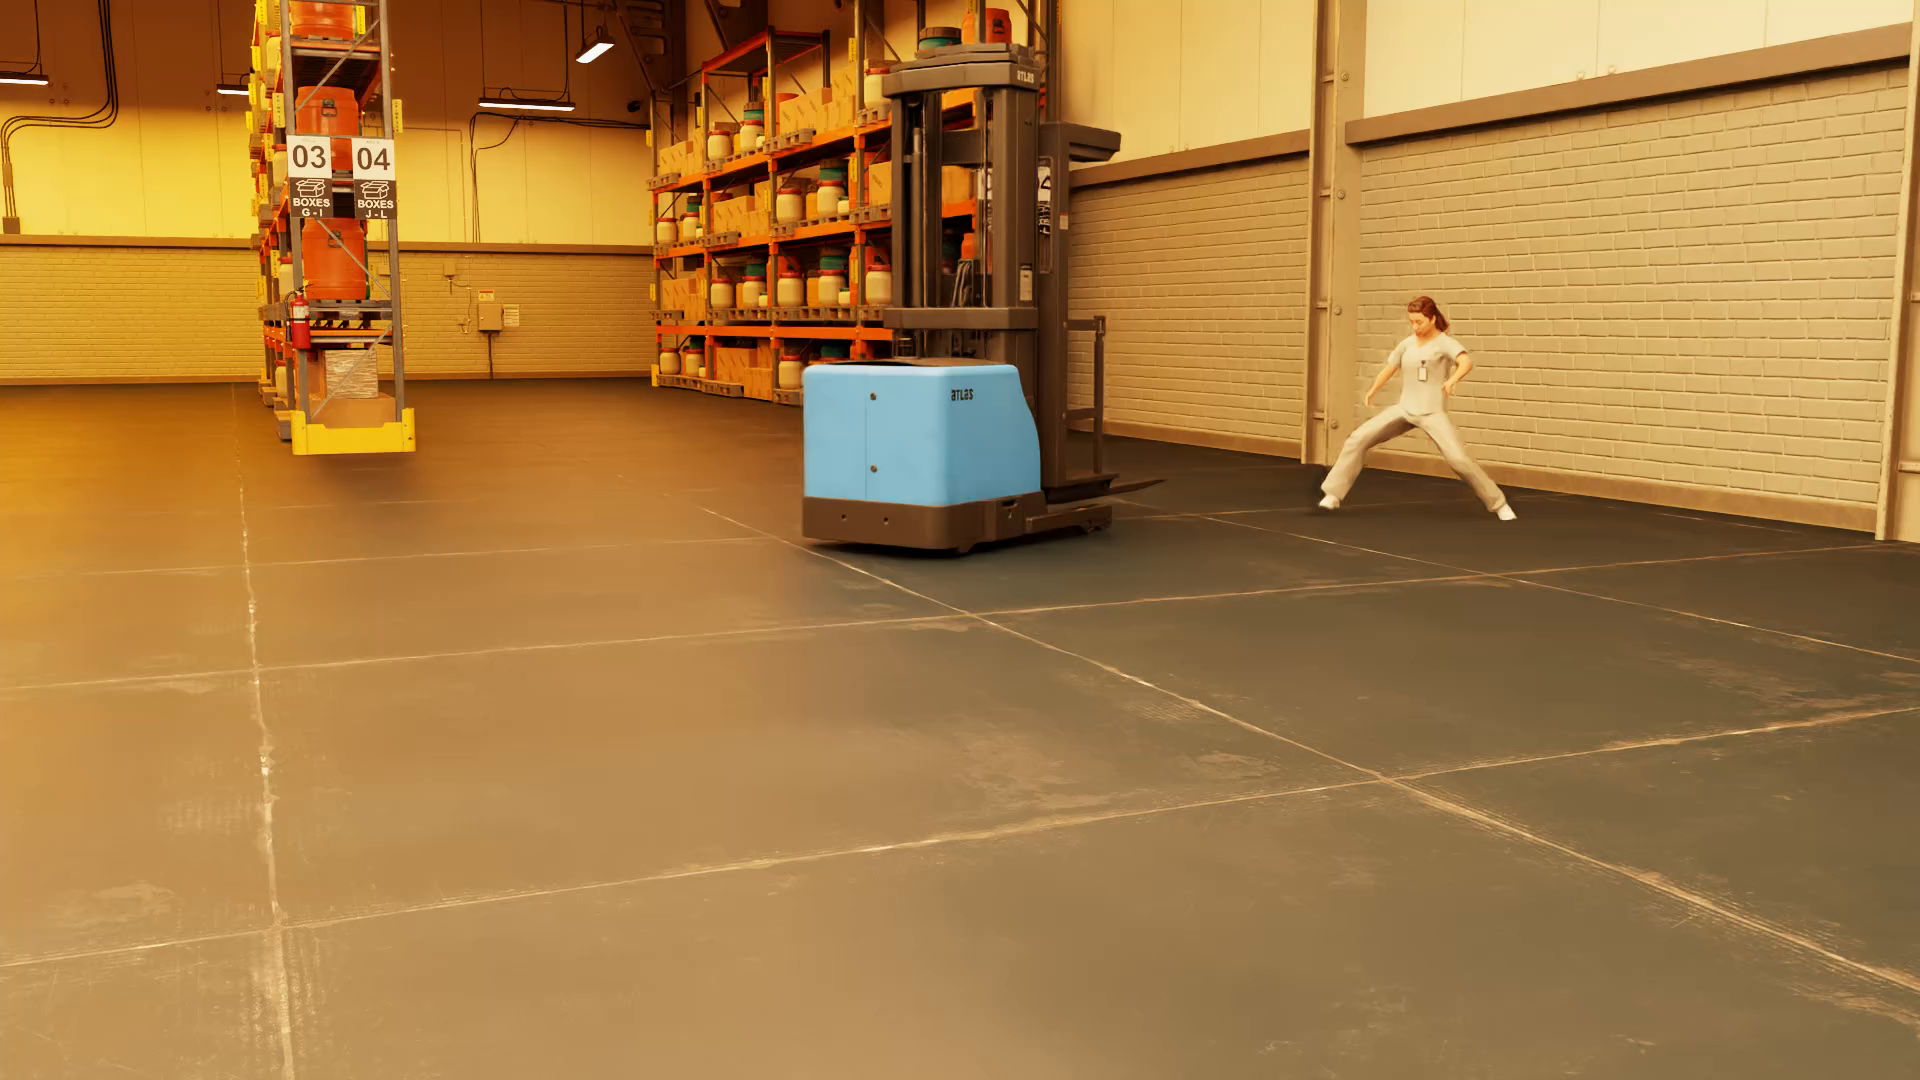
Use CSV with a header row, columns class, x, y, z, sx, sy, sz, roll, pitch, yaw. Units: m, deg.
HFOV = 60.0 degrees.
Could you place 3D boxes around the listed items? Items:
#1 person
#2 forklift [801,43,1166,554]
class,x,y,z,sx,sy,sz,roll,pitch,yaw
person,3.101,-0.889,11.227,0.960,1.501,1.109,-6,10,-39
forklift,0.320,-1.526,10.514,1.130,2.935,3.031,5,9,34
